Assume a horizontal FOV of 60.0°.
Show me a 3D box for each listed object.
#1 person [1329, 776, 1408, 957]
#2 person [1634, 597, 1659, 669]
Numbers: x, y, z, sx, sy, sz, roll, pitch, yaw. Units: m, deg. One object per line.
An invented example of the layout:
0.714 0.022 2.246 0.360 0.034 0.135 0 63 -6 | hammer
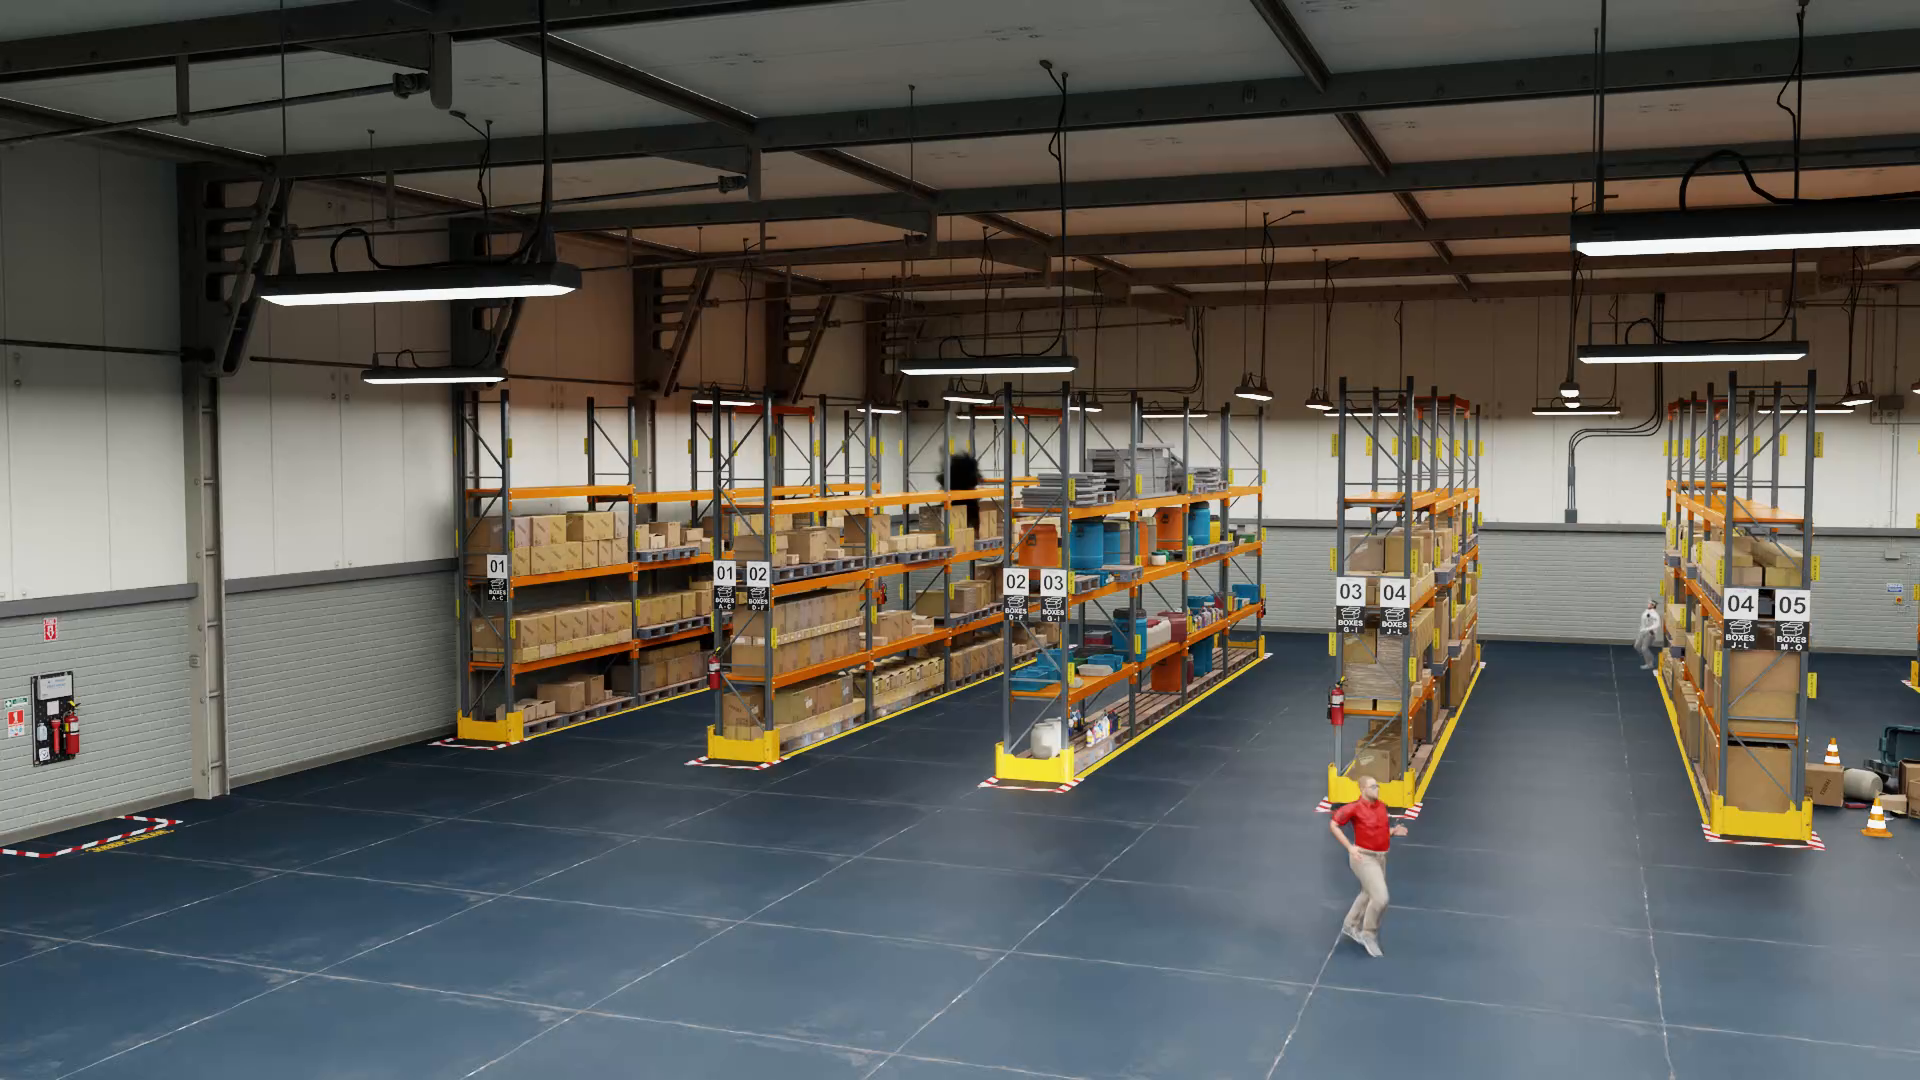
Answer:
4.090 3.243 16.550 0.637 1.790 0.725 -3 4 -45 | person
15.541 2.107 37.607 0.461 1.639 0.589 0 3 -5 | person
